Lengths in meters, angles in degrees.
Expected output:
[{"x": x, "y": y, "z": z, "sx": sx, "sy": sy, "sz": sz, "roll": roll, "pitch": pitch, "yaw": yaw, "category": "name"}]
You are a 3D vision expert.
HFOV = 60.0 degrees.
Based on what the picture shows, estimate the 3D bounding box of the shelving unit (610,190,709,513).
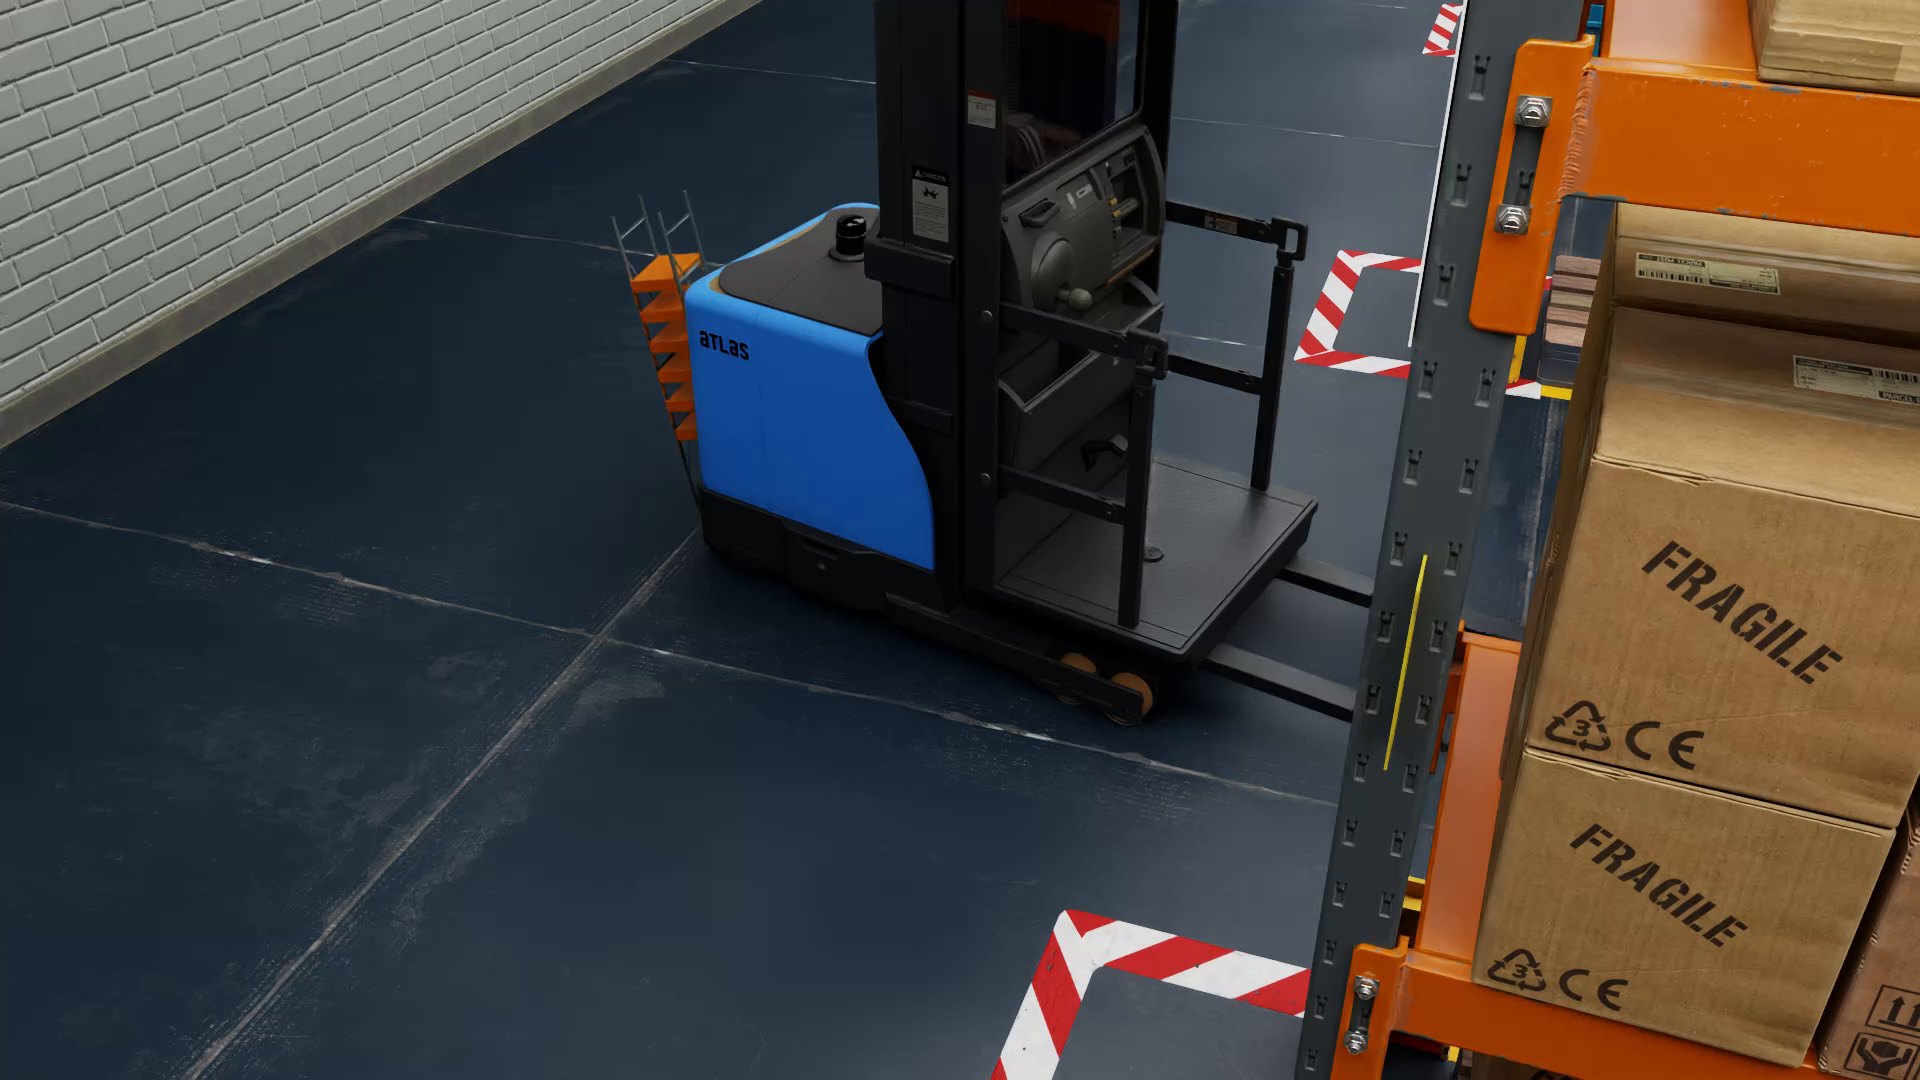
[{"x": -0.996, "y": -0.680, "z": 6.182, "sx": 0.189, "sy": 1.200, "sz": 0.258, "roll": -1, "pitch": 31, "yaw": 19, "category": "shelving unit"}]

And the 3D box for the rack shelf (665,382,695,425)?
[{"x": -0.967, "y": -0.539, "z": 6.262, "sx": 0.180, "sy": 0.103, "sz": 0.258, "roll": -1, "pitch": 31, "yaw": 19, "category": "rack shelf"}]

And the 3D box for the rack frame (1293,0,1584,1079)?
[{"x": 0.827, "y": 0.266, "z": 3.072, "sx": 0.127, "sy": 3.000, "sz": 1.000, "roll": 11, "pitch": 34, "yaw": 16, "category": "rack frame"}]

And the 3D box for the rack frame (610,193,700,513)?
[{"x": -1.083, "y": -0.679, "z": 6.212, "sx": 0.006, "sy": 1.200, "sz": 0.240, "roll": -1, "pitch": 31, "yaw": 19, "category": "rack frame"}]

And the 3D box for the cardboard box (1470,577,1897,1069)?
[{"x": 1.156, "y": 0.440, "z": 2.711, "sx": 0.500, "sy": 0.500, "sz": 0.500, "roll": 12, "pitch": 35, "yaw": 17, "category": "cardboard box"}]

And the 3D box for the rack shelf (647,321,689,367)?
[{"x": -1.010, "y": -0.744, "z": 6.145, "sx": 0.180, "sy": 0.103, "sz": 0.258, "roll": -1, "pitch": 31, "yaw": 19, "category": "rack shelf"}]

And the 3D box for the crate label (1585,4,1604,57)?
[{"x": 2.623, "y": -2.004, "z": 6.687, "sx": 0.303, "sy": 0.233, "sz": 0.416, "roll": 11, "pitch": 34, "yaw": 16, "category": "crate label"}]

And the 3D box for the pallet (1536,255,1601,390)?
[{"x": 3.265, "y": -0.920, "z": 7.480, "sx": 1.213, "sy": 0.211, "sz": 1.003, "roll": 11, "pitch": 34, "yaw": 16, "category": "pallet"}]

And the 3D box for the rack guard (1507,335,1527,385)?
[{"x": 2.475, "y": -1.210, "z": 7.663, "sx": 0.348, "sy": 0.500, "sz": 1.175, "roll": 11, "pitch": 34, "yaw": 16, "category": "rack guard"}]

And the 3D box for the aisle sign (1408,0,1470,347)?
[{"x": 0.664, "y": -0.688, "z": 2.154, "sx": 0.004, "sy": 0.787, "sz": 0.394, "roll": 11, "pitch": 34, "yaw": 16, "category": "aisle sign"}]

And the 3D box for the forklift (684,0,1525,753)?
[{"x": 0.568, "y": -0.967, "z": 5.046, "sx": 3.031, "sy": 2.935, "sz": 1.130, "roll": 19, "pitch": 38, "yaw": 27, "category": "forklift"}]

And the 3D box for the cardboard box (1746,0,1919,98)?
[{"x": 1.225, "y": -0.707, "z": 1.952, "sx": 0.500, "sy": 0.250, "sz": 0.500, "roll": 11, "pitch": 34, "yaw": 16, "category": "cardboard box"}]

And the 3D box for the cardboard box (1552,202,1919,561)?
[{"x": 1.339, "y": -0.255, "z": 2.865, "sx": 0.500, "sy": 0.500, "sz": 0.500, "roll": 11, "pitch": 34, "yaw": 16, "category": "cardboard box"}]

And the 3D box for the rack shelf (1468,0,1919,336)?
[{"x": 2.710, "y": -0.326, "z": 1.887, "sx": 4.000, "sy": 0.370, "sz": 1.077, "roll": 11, "pitch": 34, "yaw": 16, "category": "rack shelf"}]

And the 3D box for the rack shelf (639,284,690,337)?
[{"x": -1.031, "y": -0.846, "z": 6.086, "sx": 0.180, "sy": 0.103, "sz": 0.258, "roll": -1, "pitch": 31, "yaw": 19, "category": "rack shelf"}]

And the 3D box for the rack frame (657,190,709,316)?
[{"x": -0.910, "y": -0.680, "z": 6.152, "sx": 0.006, "sy": 1.200, "sz": 0.240, "roll": -1, "pitch": 31, "yaw": 19, "category": "rack frame"}]

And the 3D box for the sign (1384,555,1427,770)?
[{"x": 0.645, "y": 0.180, "z": 2.408, "sx": 0.005, "sy": 0.325, "sz": 0.100, "roll": 11, "pitch": 34, "yaw": 16, "category": "sign"}]

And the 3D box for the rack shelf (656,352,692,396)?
[{"x": -0.988, "y": -0.642, "z": 6.204, "sx": 0.180, "sy": 0.103, "sz": 0.258, "roll": -1, "pitch": 31, "yaw": 19, "category": "rack shelf"}]

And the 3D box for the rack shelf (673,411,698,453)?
[{"x": -0.946, "y": -0.437, "z": 6.321, "sx": 0.180, "sy": 0.103, "sz": 0.258, "roll": -1, "pitch": 31, "yaw": 19, "category": "rack shelf"}]

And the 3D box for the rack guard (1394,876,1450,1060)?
[{"x": 0.899, "y": 1.330, "z": 3.728, "sx": 0.348, "sy": 0.500, "sz": 1.175, "roll": 11, "pitch": 34, "yaw": 16, "category": "rack guard"}]

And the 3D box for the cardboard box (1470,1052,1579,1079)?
[{"x": 1.422, "y": 1.105, "z": 3.671, "sx": 0.500, "sy": 0.500, "sz": 0.500, "roll": 11, "pitch": 34, "yaw": 16, "category": "cardboard box"}]

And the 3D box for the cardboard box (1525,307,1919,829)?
[{"x": 1.156, "y": 0.020, "z": 2.439, "sx": 0.500, "sy": 0.500, "sz": 0.500, "roll": 12, "pitch": 35, "yaw": 18, "category": "cardboard box"}]

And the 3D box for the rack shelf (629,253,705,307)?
[{"x": -1.052, "y": -0.949, "z": 6.027, "sx": 0.180, "sy": 0.103, "sz": 0.258, "roll": -1, "pitch": 31, "yaw": 19, "category": "rack shelf"}]

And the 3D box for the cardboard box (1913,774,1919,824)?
[{"x": 1.651, "y": 0.112, "z": 2.297, "sx": 0.500, "sy": 0.500, "sz": 0.500, "roll": 11, "pitch": 35, "yaw": 17, "category": "cardboard box"}]

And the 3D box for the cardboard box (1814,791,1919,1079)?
[{"x": 1.644, "y": 0.532, "z": 2.568, "sx": 0.500, "sy": 0.500, "sz": 0.500, "roll": 11, "pitch": 34, "yaw": 16, "category": "cardboard box"}]

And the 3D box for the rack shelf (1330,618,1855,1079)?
[{"x": 2.710, "y": 0.935, "z": 2.700, "sx": 4.000, "sy": 0.370, "sz": 1.077, "roll": 11, "pitch": 34, "yaw": 16, "category": "rack shelf"}]

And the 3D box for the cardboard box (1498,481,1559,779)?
[{"x": 1.341, "y": 0.167, "z": 3.133, "sx": 0.500, "sy": 0.500, "sz": 0.500, "roll": 12, "pitch": 35, "yaw": 18, "category": "cardboard box"}]

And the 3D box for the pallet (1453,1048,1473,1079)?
[{"x": 1.650, "y": 1.597, "z": 3.582, "sx": 1.213, "sy": 0.211, "sz": 1.003, "roll": 11, "pitch": 34, "yaw": 16, "category": "pallet"}]
